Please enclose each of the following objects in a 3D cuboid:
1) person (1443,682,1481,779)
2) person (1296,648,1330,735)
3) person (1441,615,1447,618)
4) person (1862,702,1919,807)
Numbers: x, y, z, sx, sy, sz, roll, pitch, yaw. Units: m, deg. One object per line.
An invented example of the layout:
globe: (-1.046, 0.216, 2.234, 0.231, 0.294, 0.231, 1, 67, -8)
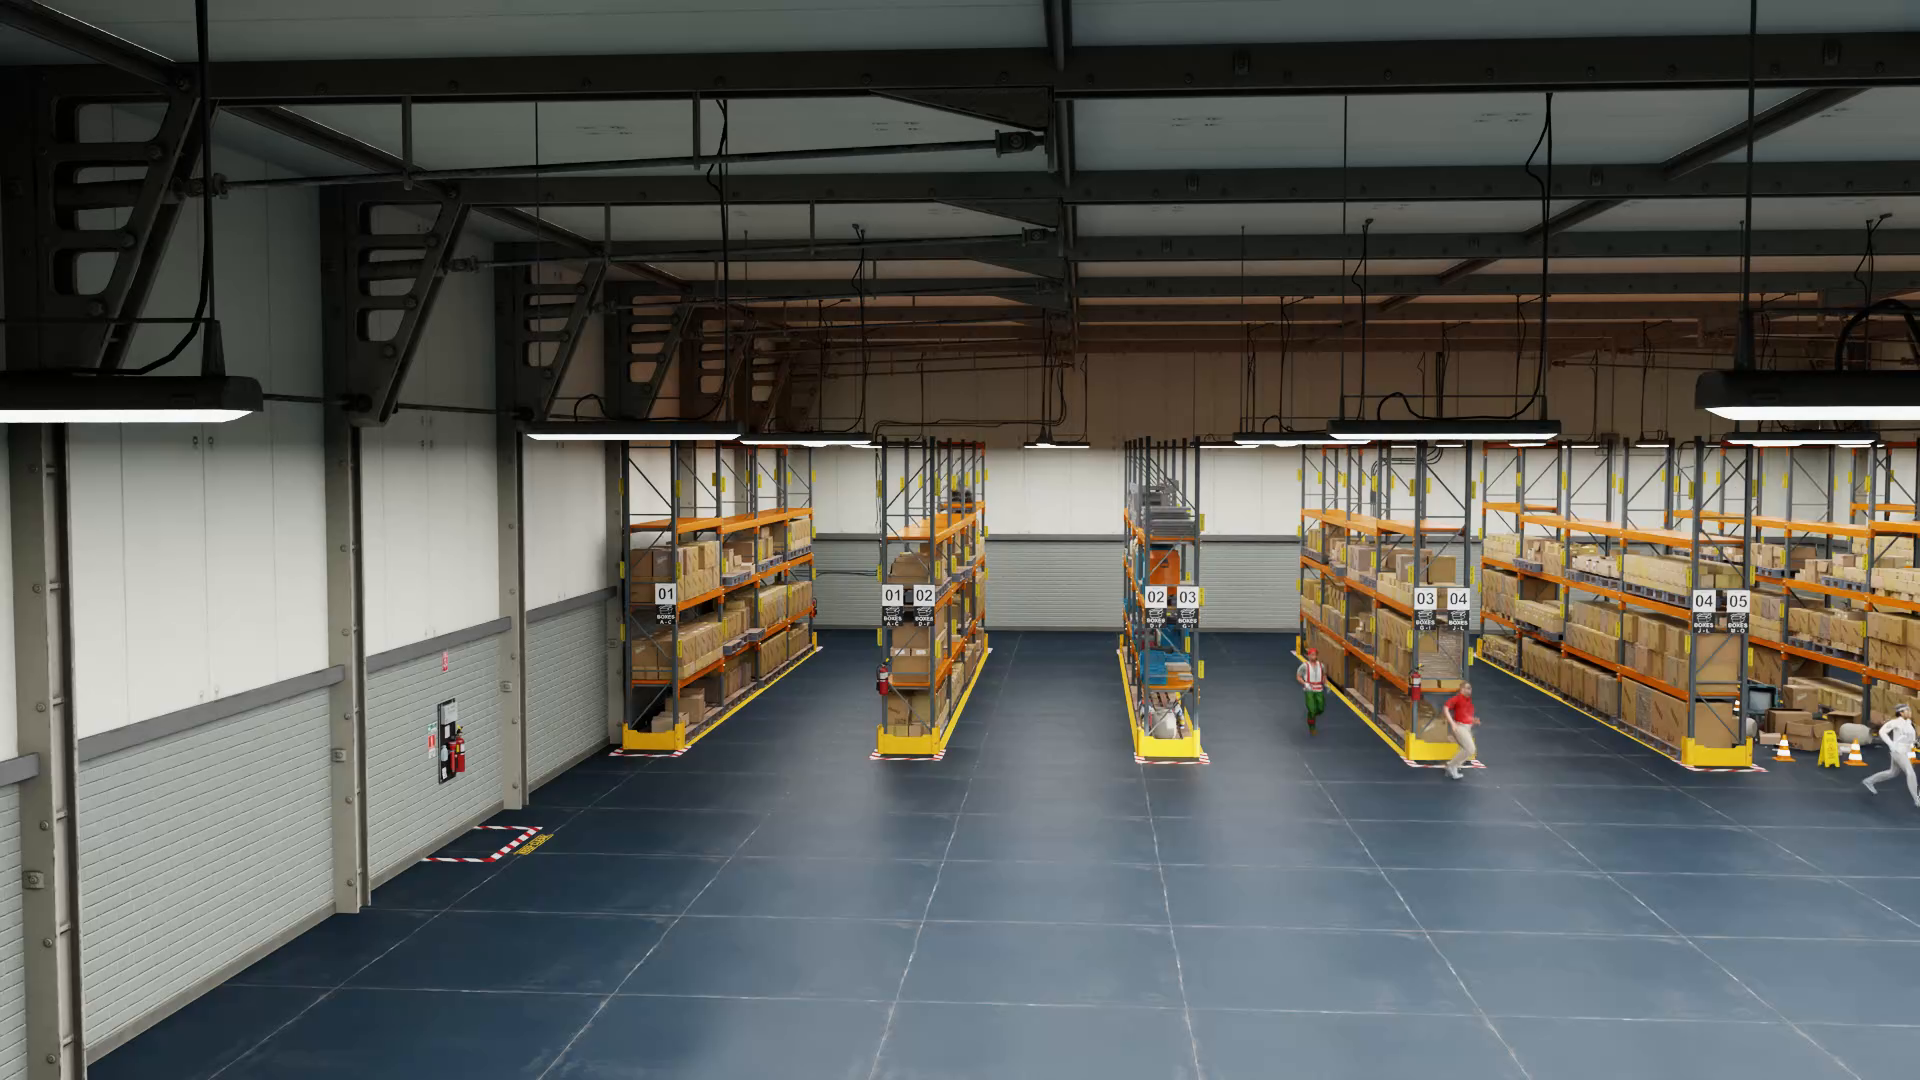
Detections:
person: (8.783, 3.323, 29.027, 0.598, 1.692, 0.665, 3, 4, 41)
person: (7.142, 3.057, 33.674, 0.657, 1.740, 0.601, 0, 3, -9)
person: (13.009, 2.544, 44.182, 0.617, 1.706, 0.845, 0, 3, 8)
person: (15.156, 3.449, 26.830, 0.581, 1.715, 1.064, -3, 4, -44)
